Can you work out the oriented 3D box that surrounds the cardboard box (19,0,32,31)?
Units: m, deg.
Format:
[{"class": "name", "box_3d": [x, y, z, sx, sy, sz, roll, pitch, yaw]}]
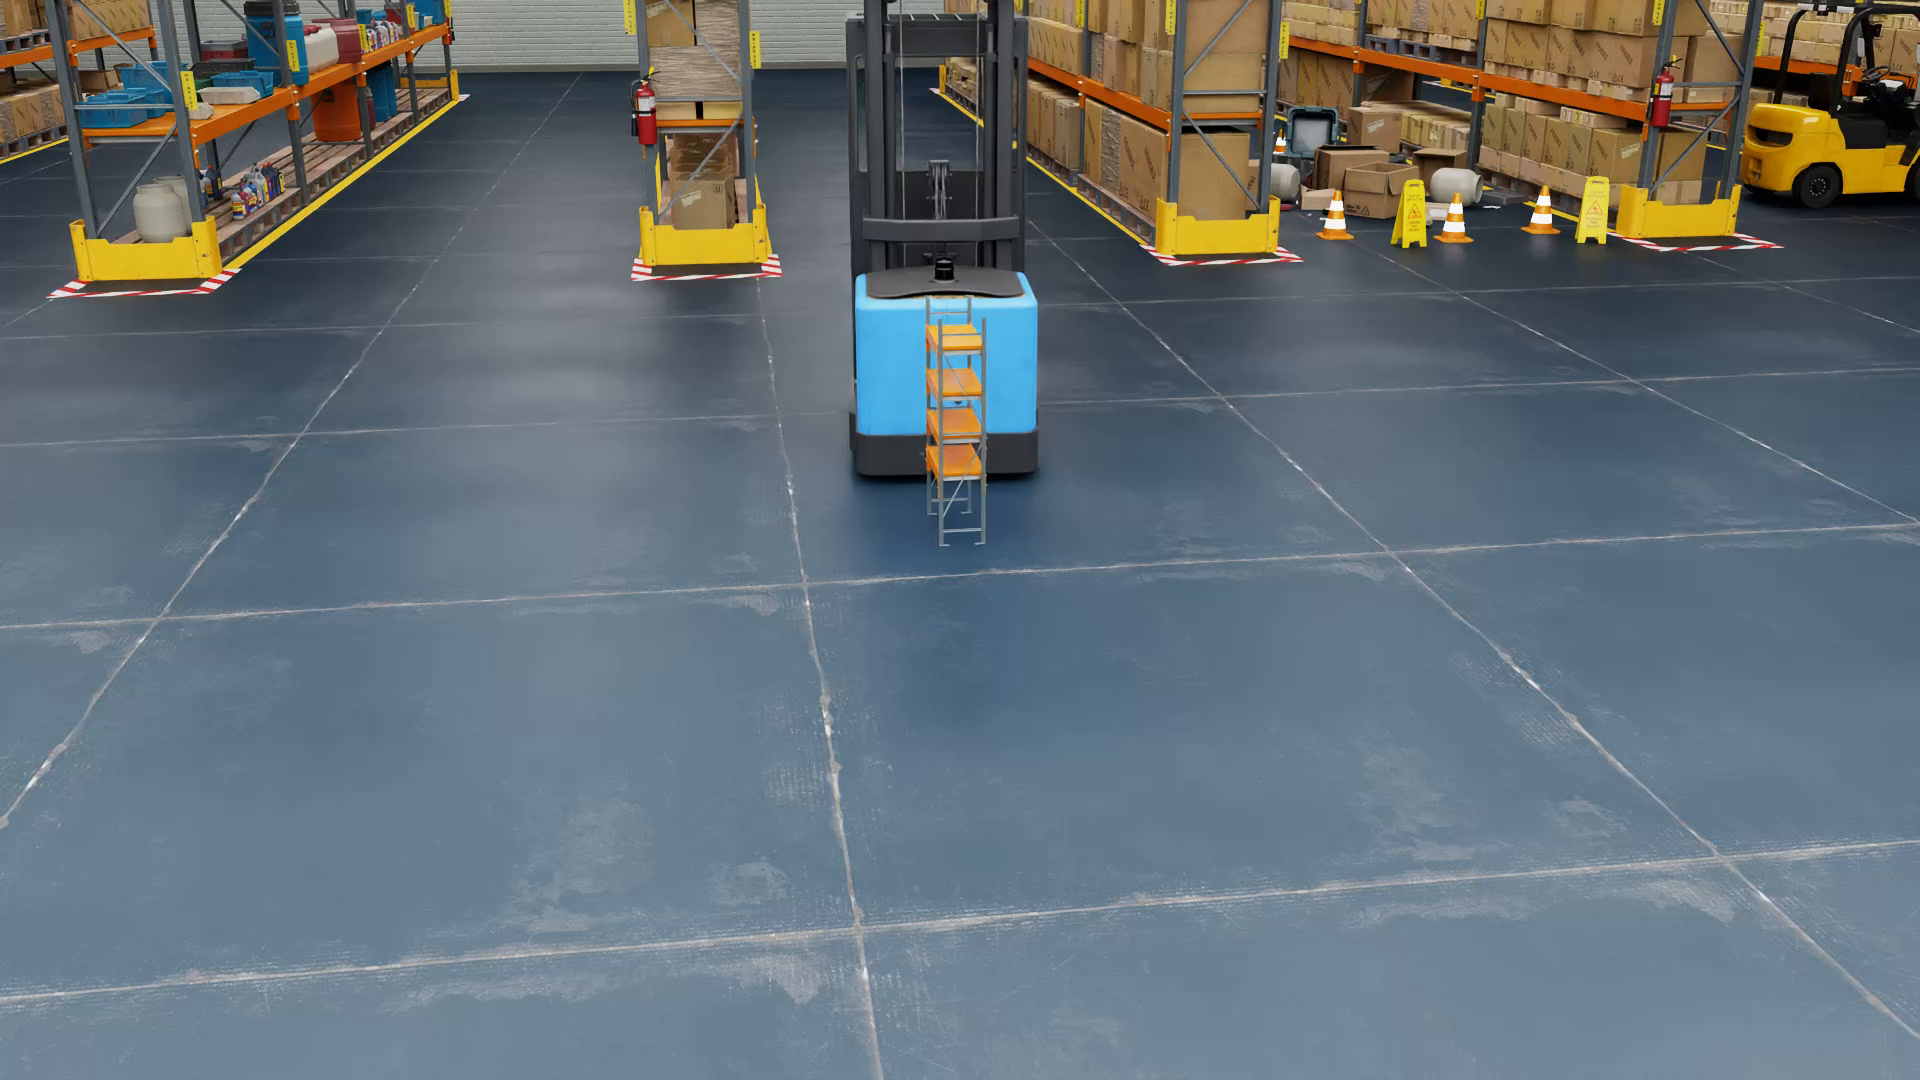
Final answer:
[{"class": "cardboard box", "box_3d": [-14.099, -7.767, 24.482, 0.700, 0.500, 0.500, -10, 23, -26]}]

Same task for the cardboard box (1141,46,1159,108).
[{"class": "cardboard box", "box_3d": [2.311, -4.643, 16.647, 0.875, 0.550, 0.550, -3, 21, -8]}]

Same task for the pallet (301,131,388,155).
[{"class": "pallet", "box_3d": [-8.622, -5.527, 23.213, 1.003, 0.211, 1.213, -3, 21, -8]}]

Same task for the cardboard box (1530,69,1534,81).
[{"class": "cardboard box", "box_3d": [6.772, -5.331, 19.061, 0.380, 0.149, 0.250, -3, 21, -8]}]

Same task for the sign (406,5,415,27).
[{"class": "sign", "box_3d": [-8.499, -8.104, 25.732, 0.100, 0.325, 0.005, -3, 21, -8]}]

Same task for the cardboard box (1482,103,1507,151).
[{"class": "cardboard box", "box_3d": [6.635, -4.969, 19.992, 0.500, 0.500, 0.500, -2, 21, -5]}]

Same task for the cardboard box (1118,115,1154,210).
[{"class": "cardboard box", "box_3d": [2.218, -3.995, 17.562, 0.875, 0.875, 0.875, -3, 21, -9]}]

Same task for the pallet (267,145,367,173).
[{"class": "pallet", "box_3d": [-8.394, -4.986, 21.764, 1.003, 0.211, 1.213, -3, 21, -8]}]

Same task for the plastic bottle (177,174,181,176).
[{"class": "plastic bottle", "box_3d": [-8.096, -3.630, 17.305, 0.144, 0.351, 0.185, -3, 21, -8]}]

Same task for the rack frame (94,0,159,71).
[{"class": "rack frame", "box_3d": [-14.523, -9.084, 28.750, 1.000, 3.000, 0.127, -3, 21, -8]}]

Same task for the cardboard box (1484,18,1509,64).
[{"class": "cardboard box", "box_3d": [6.605, -5.947, 19.784, 0.500, 0.500, 0.500, -3, 21, -8]}]

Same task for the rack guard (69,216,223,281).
[{"class": "rack guard", "box_3d": [-7.372, -2.646, 15.085, 1.175, 0.500, 0.348, -3, 21, -8]}]

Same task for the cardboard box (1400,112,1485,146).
[{"class": "cardboard box", "box_3d": [6.530, -5.564, 22.481, 0.950, 0.372, 0.625, -2, 21, -6]}]

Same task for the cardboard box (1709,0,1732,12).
[{"class": "cardboard box", "box_3d": [10.946, -7.697, 23.967, 0.380, 0.149, 0.250, -2, 21, -7]}]

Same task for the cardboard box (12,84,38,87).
[{"class": "cardboard box", "box_3d": [-14.117, -6.554, 24.921, 0.500, 0.500, 0.500, -4, 21, -10]}]

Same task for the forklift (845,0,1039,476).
[{"class": "forklift", "box_3d": [-0.152, -2.210, 10.444, 1.130, 2.935, 3.031, -1, 21, -3]}]

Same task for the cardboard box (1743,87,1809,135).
[{"class": "cardboard box", "box_3d": [11.427, -5.972, 23.214, 0.875, 0.625, 0.625, -4, 21, -10]}]

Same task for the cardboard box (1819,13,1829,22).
[{"class": "cardboard box", "box_3d": [11.421, -6.812, 21.599, 0.380, 0.149, 0.250, -3, 21, -8]}]

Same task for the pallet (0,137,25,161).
[{"class": "pallet", "box_3d": [-13.440, -5.268, 22.519, 1.003, 0.211, 1.213, -3, 21, -8]}]

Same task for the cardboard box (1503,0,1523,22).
[{"class": "cardboard box", "box_3d": [6.718, -6.241, 19.141, 0.700, 0.500, 0.500, -3, 21, -7]}]

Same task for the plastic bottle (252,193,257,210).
[{"class": "plastic bottle", "box_3d": [-7.345, -3.519, 17.221, 0.097, 0.201, 0.097, 0, 20, 0]}]

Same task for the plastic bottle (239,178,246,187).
[{"class": "plastic bottle", "box_3d": [-7.524, -3.662, 17.488, 0.061, 0.283, 0.133, -3, 21, -8]}]

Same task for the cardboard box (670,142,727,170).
[{"class": "cardboard box", "box_3d": [-2.881, -4.115, 18.418, 0.500, 0.500, 0.500, 4, 21, 9]}]

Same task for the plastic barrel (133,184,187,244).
[{"class": "plastic barrel", "box_3d": [-7.485, -3.048, 15.545, 0.421, 0.512, 0.421, 0, 20, 0]}]

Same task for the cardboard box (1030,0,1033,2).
[{"class": "cardboard box", "box_3d": [1.258, -8.097, 25.015, 0.380, 0.149, 0.250, -3, 21, -9]}]

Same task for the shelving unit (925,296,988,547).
[{"class": "shelving unit", "box_3d": [-0.024, -0.619, 8.660, 0.258, 1.200, 0.503, -3, 21, -8]}]

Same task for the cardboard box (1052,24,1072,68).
[{"class": "cardboard box", "box_3d": [1.448, -6.207, 20.904, 0.500, 0.500, 0.500, -3, 21, -7]}]

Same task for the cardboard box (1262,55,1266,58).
[{"class": "cardboard box", "box_3d": [5.281, -8.855, 31.199, 0.875, 0.438, 0.875, -4, 21, -10]}]

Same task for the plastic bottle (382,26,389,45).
[{"class": "plastic bottle", "box_3d": [-8.542, -7.468, 24.602, 0.152, 0.276, 0.135, -3, 21, -8]}]

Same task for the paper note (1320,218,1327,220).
[{"class": "paper note", "box_3d": [3.970, -3.480, 17.993, 0.144, 0.017, 0.142, 4, 21, 11]}]

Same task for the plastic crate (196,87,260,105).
[{"class": "plastic crate", "box_3d": [-7.406, -4.505, 16.867, 0.530, 0.136, 0.437, -3, 21, -8]}]

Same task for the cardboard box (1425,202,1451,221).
[{"class": "cardboard box", "box_3d": [5.206, -3.558, 18.031, 0.380, 0.149, 0.250, 8, 22, 20]}]

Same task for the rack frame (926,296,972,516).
[{"class": "rack frame", "box_3d": [-0.059, -0.704, 8.886, 0.240, 1.200, 0.015, -3, 21, -8]}]

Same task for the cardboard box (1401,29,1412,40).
[{"class": "cardboard box", "box_3d": [6.236, -6.897, 22.654, 0.380, 0.149, 0.250, -2, 21, -5]}]

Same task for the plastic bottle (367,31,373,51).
[{"class": "plastic bottle", "box_3d": [-8.333, -7.030, 23.435, 0.097, 0.271, 0.097, 0, 20, 0]}]

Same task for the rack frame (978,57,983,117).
[{"class": "rack frame", "box_3d": [0.780, -8.412, 26.953, 1.000, 3.000, 0.127, -3, 21, -8]}]

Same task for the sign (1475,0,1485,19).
[{"class": "sign", "box_3d": [6.268, -6.440, 20.018, 0.100, 0.325, 0.005, -3, 21, -8]}]

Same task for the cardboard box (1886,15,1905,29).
[{"class": "cardboard box", "box_3d": [11.553, -6.316, 20.271, 0.380, 0.149, 0.250, -2, 21, -6]}]

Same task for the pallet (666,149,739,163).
[{"class": "pallet", "box_3d": [-3.282, -4.814, 21.303, 1.003, 0.211, 1.213, -3, 21, -8]}]

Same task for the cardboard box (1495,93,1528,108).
[{"class": "cardboard box", "box_3d": [6.594, -5.227, 19.754, 0.380, 0.149, 0.250, -3, 21, -7]}]

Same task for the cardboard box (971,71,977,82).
[{"class": "cardboard box", "box_3d": [0.395, -7.749, 27.800, 0.380, 0.149, 0.250, -3, 21, -7]}]

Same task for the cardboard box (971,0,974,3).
[{"class": "cardboard box", "box_3d": [0.382, -8.611, 26.392, 0.380, 0.149, 0.250, -2, 21, -5]}]

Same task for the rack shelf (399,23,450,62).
[{"class": "rack shelf", "box_3d": [-9.332, -8.303, 27.688, 1.077, 0.370, 4.000, -3, 21, -8]}]

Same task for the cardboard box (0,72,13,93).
[{"class": "cardboard box", "box_3d": [-13.973, -6.559, 23.863, 0.500, 0.250, 0.500, -3, 21, -8]}]

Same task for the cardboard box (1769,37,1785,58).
[{"class": "cardboard box", "box_3d": [11.278, -6.617, 22.360, 0.500, 0.250, 0.500, -3, 21, -7]}]

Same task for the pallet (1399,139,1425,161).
[{"class": "pallet", "box_3d": [6.524, -5.314, 22.642, 1.003, 0.211, 1.213, -3, 21, -8]}]

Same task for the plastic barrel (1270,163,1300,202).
[{"class": "plastic barrel", "box_3d": [3.615, -4.120, 19.143, 0.512, 0.421, 0.421, 12, 24, 30]}]

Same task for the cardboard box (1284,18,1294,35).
[{"class": "cardboard box", "box_3d": [5.542, -8.282, 26.818, 0.500, 0.250, 0.500, -3, 21, -9]}]

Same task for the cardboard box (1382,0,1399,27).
[{"class": "cardboard box", "box_3d": [6.158, -7.348, 22.933, 0.500, 0.500, 0.500, -2, 21, -5]}]

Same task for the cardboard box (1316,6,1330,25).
[{"class": "cardboard box", "box_3d": [5.748, -7.985, 25.307, 0.500, 0.250, 0.500, -3, 21, -9]}]

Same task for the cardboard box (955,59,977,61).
[{"class": "cardboard box", "box_3d": [0.102, -8.649, 30.211, 0.380, 0.149, 0.250, -3, 21, -7]}]

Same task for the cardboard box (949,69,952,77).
[{"class": "cardboard box", "box_3d": [0.009, -8.506, 30.252, 0.380, 0.149, 0.250, -3, 21, -8]}]
